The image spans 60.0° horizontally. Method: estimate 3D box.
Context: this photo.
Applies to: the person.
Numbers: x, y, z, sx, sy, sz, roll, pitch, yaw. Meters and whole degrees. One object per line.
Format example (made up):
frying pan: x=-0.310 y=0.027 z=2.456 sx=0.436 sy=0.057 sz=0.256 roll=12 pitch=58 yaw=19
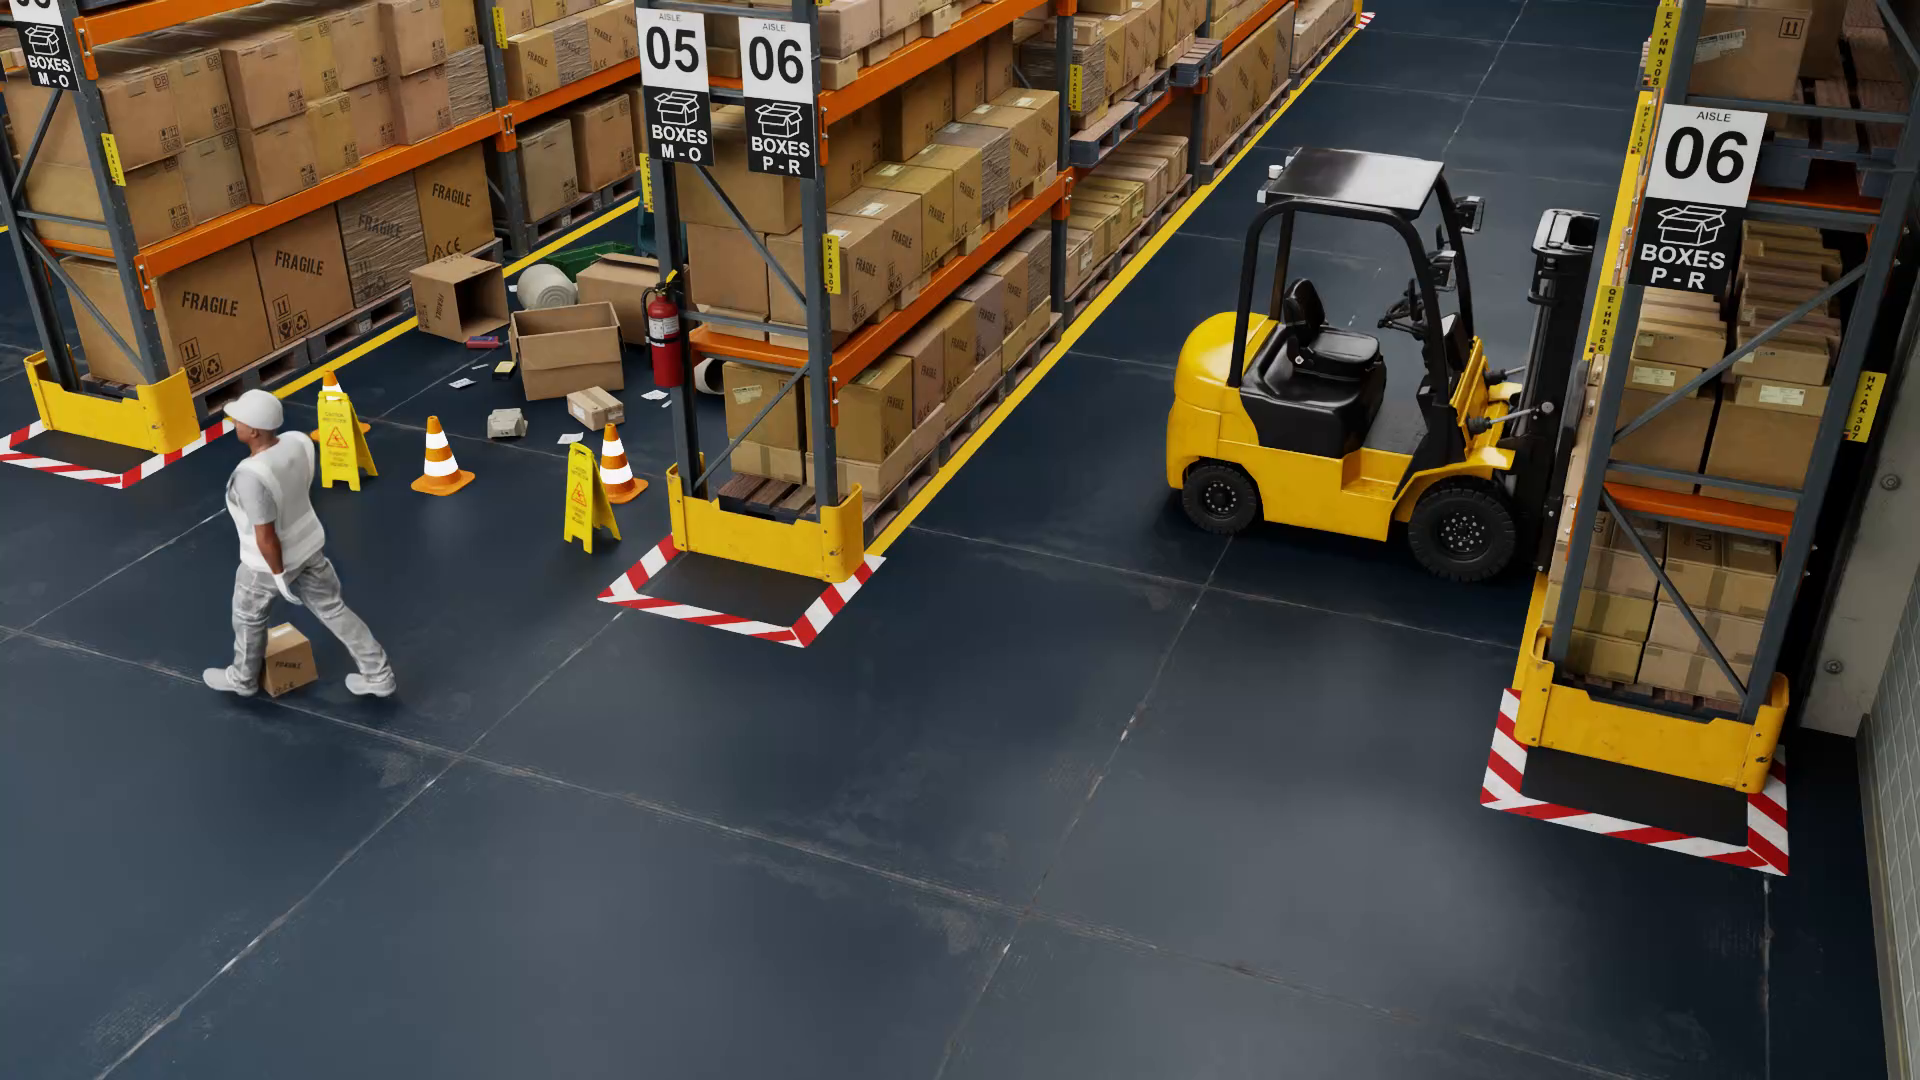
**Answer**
person: x=-3.436 y=0.029 z=8.325 sx=1.048 sy=1.733 sz=0.553 roll=9 pitch=31 yaw=16
